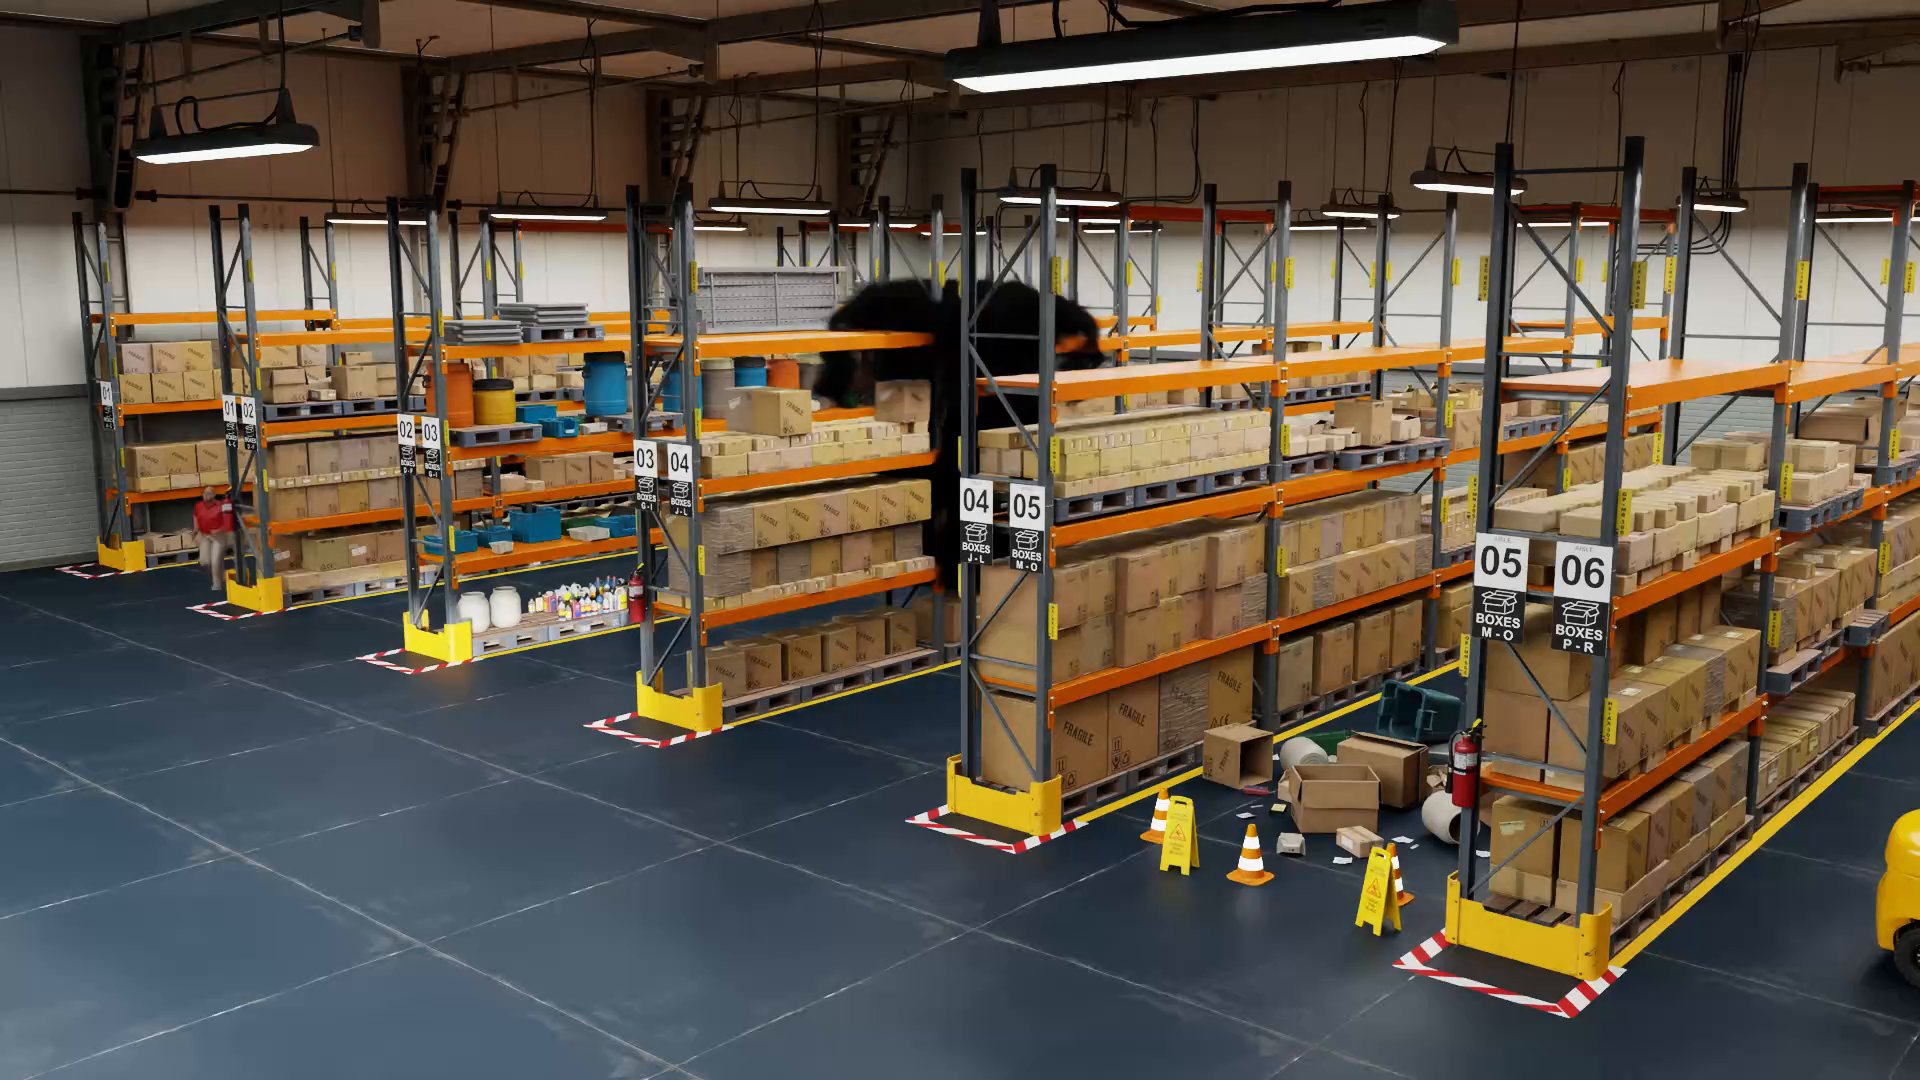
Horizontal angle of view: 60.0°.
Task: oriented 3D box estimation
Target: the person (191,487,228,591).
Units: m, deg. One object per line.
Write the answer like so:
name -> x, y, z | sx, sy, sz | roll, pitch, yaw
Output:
person -> -11.894, -0.032, 26.493 | 0.685, 1.668, 0.631 | 0, 9, -1

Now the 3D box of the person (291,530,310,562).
person -> -11.102, -0.252, 27.943 | 0.569, 1.617, 0.516 | 6, 11, 31
